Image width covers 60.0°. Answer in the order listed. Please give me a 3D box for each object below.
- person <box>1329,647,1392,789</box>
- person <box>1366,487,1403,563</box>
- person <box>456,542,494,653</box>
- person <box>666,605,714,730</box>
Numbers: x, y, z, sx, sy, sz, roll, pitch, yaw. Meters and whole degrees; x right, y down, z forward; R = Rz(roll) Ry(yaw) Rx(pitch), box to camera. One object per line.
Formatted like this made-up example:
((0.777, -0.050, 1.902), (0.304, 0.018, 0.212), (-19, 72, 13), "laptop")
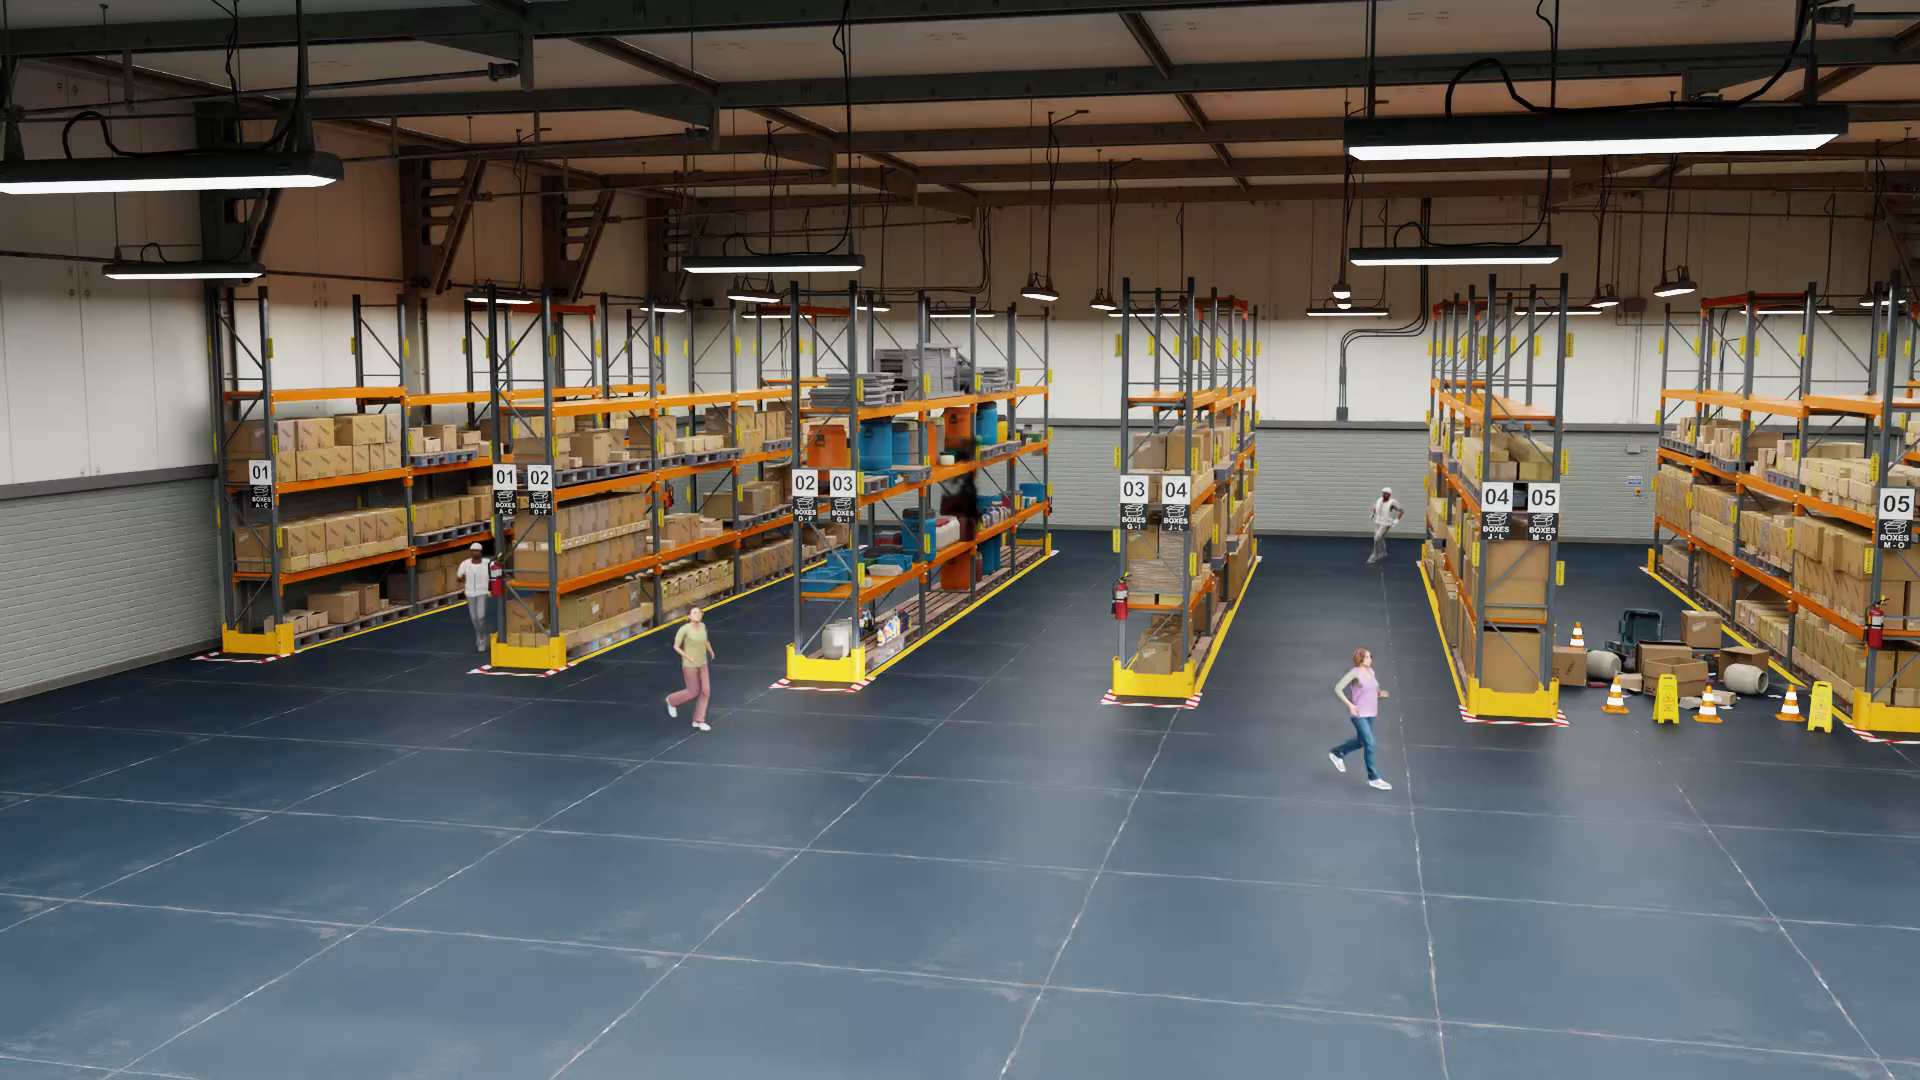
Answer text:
((4.577, 2.014, 19.067), (0.493, 1.579, 0.886), (-6, 9, -44), "person")
((9.927, -0.342, 38.977), (0.807, 1.808, 0.744), (-4, 8, -33), "person")
((-8.035, 0.948, 27.702), (0.674, 1.823, 0.730), (0, 7, 2), "person")
((-3.553, 1.669, 22.096), (0.722, 1.652, 0.584), (6, 9, 42), "person")
